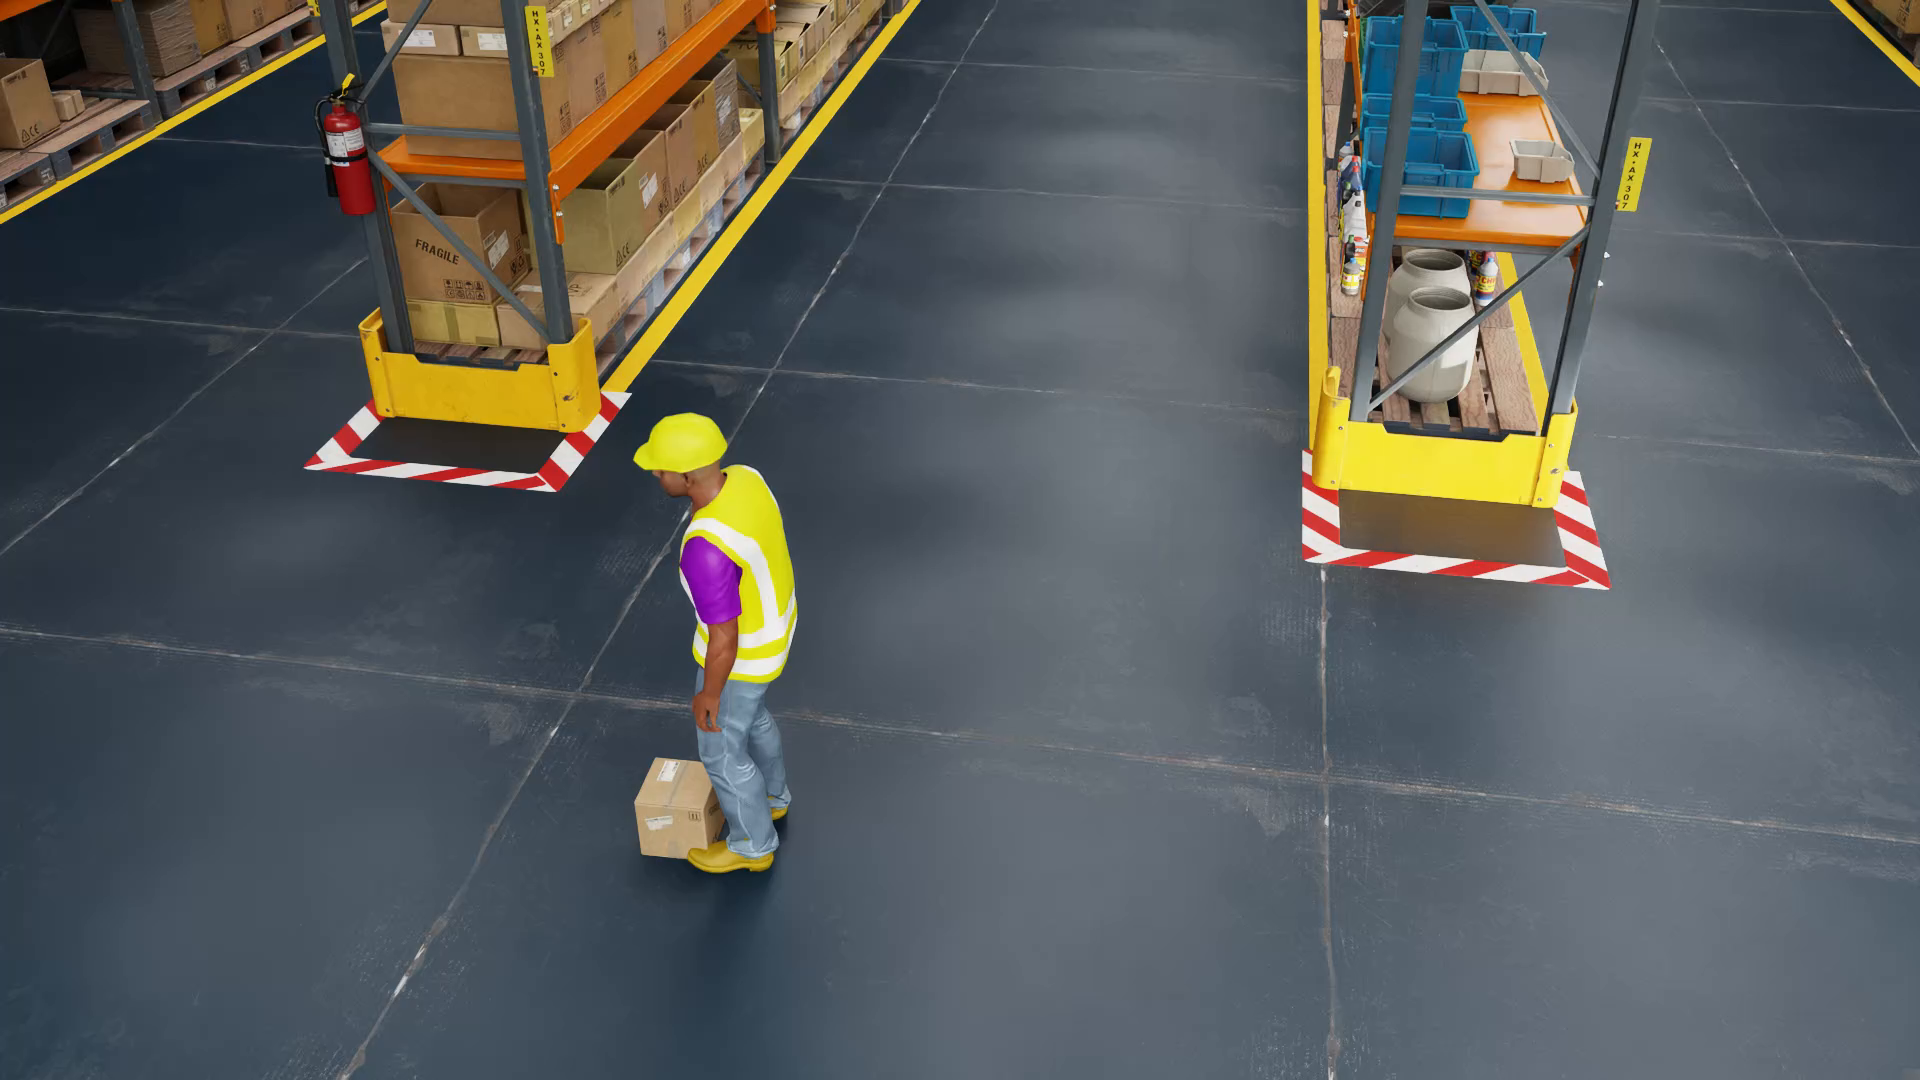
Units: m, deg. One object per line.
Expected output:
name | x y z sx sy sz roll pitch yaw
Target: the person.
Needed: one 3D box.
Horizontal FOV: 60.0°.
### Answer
person | -0.779 0.350 5.566 0.462 1.759 0.628 4 32 6
